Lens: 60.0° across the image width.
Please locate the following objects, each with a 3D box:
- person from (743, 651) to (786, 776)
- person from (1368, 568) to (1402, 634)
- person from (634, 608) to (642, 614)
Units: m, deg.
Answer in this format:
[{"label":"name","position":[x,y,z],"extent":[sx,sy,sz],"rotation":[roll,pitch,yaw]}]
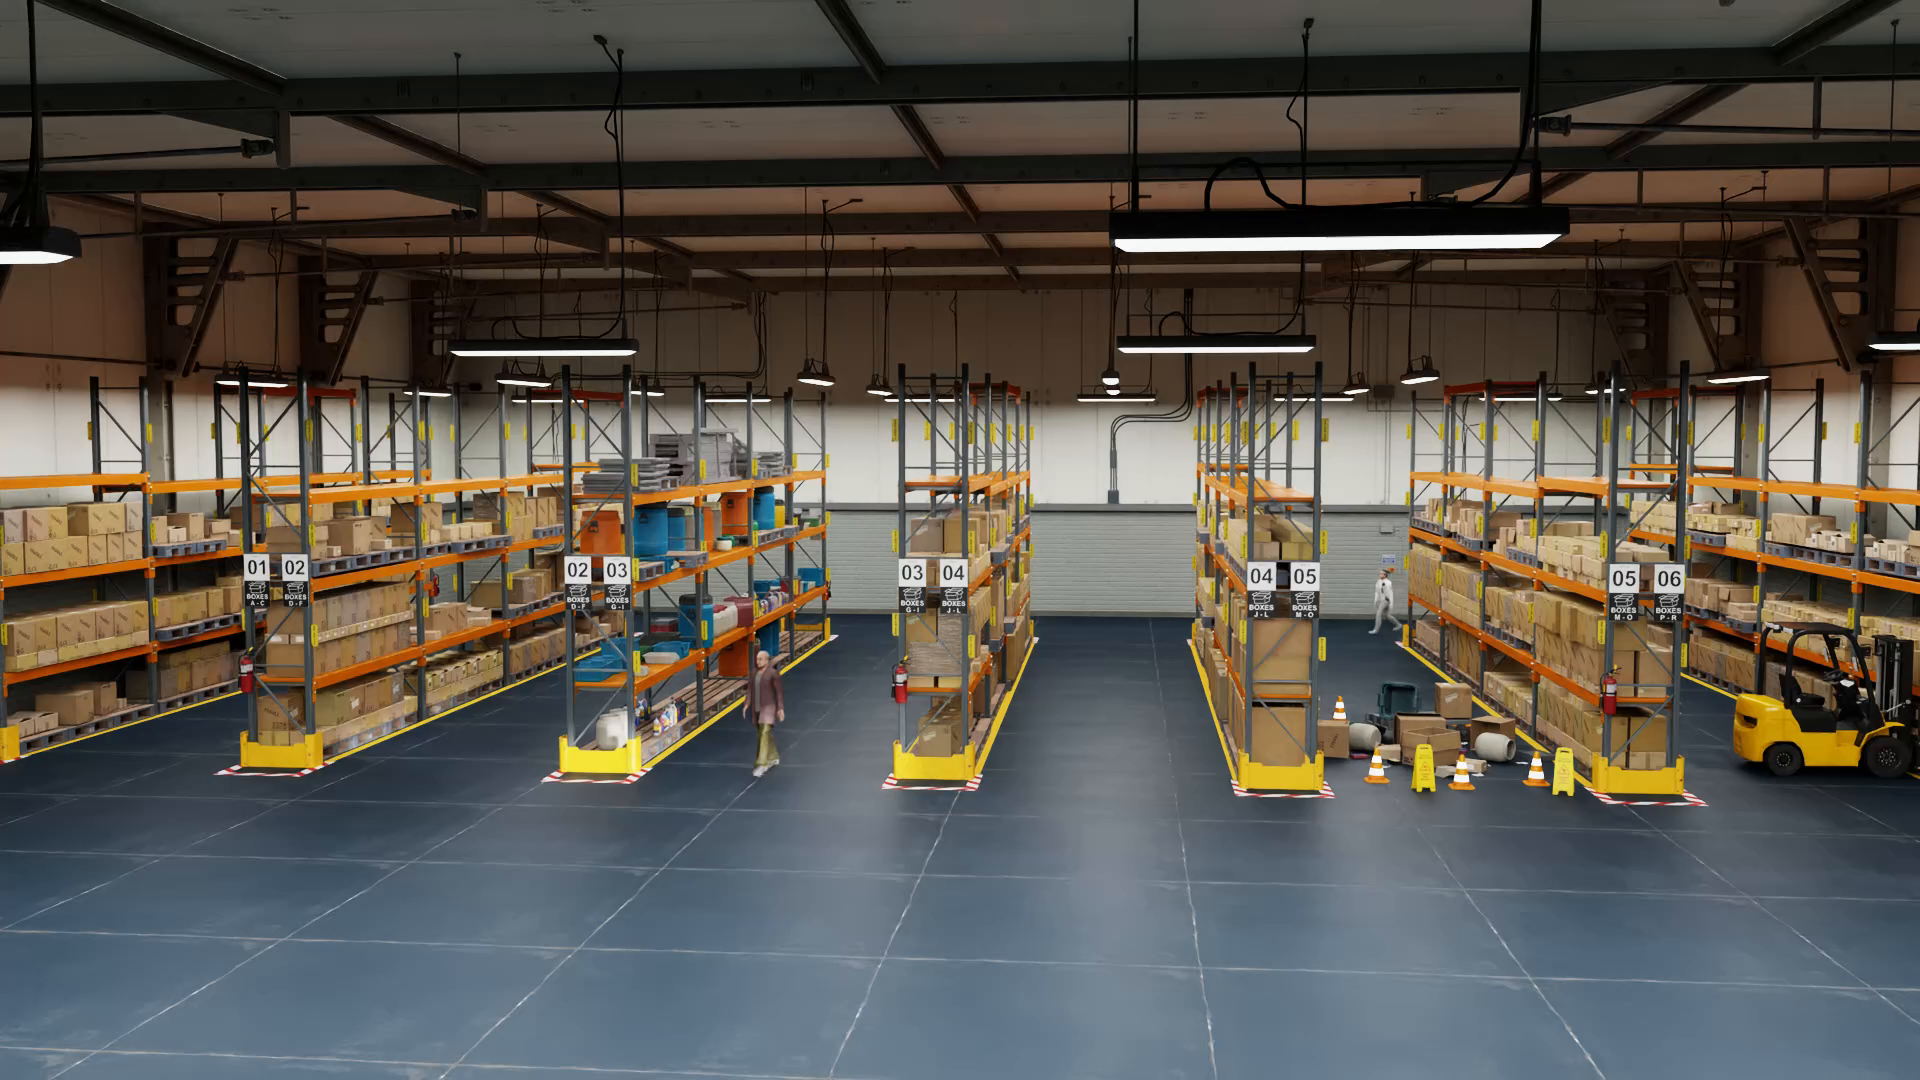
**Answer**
[{"label":"person","position":[-2.947,2.532,24.635],"extent":[0.623,1.769,0.833],"rotation":[3,5,40]},{"label":"person","position":[10.564,1.513,41.399],"extent":[0.927,1.639,0.472],"rotation":[-1,4,-13]},{"label":"person","position":[-9.276,1.224,45.728],"extent":[1.111,1.655,0.501],"rotation":[1,4,10]}]
